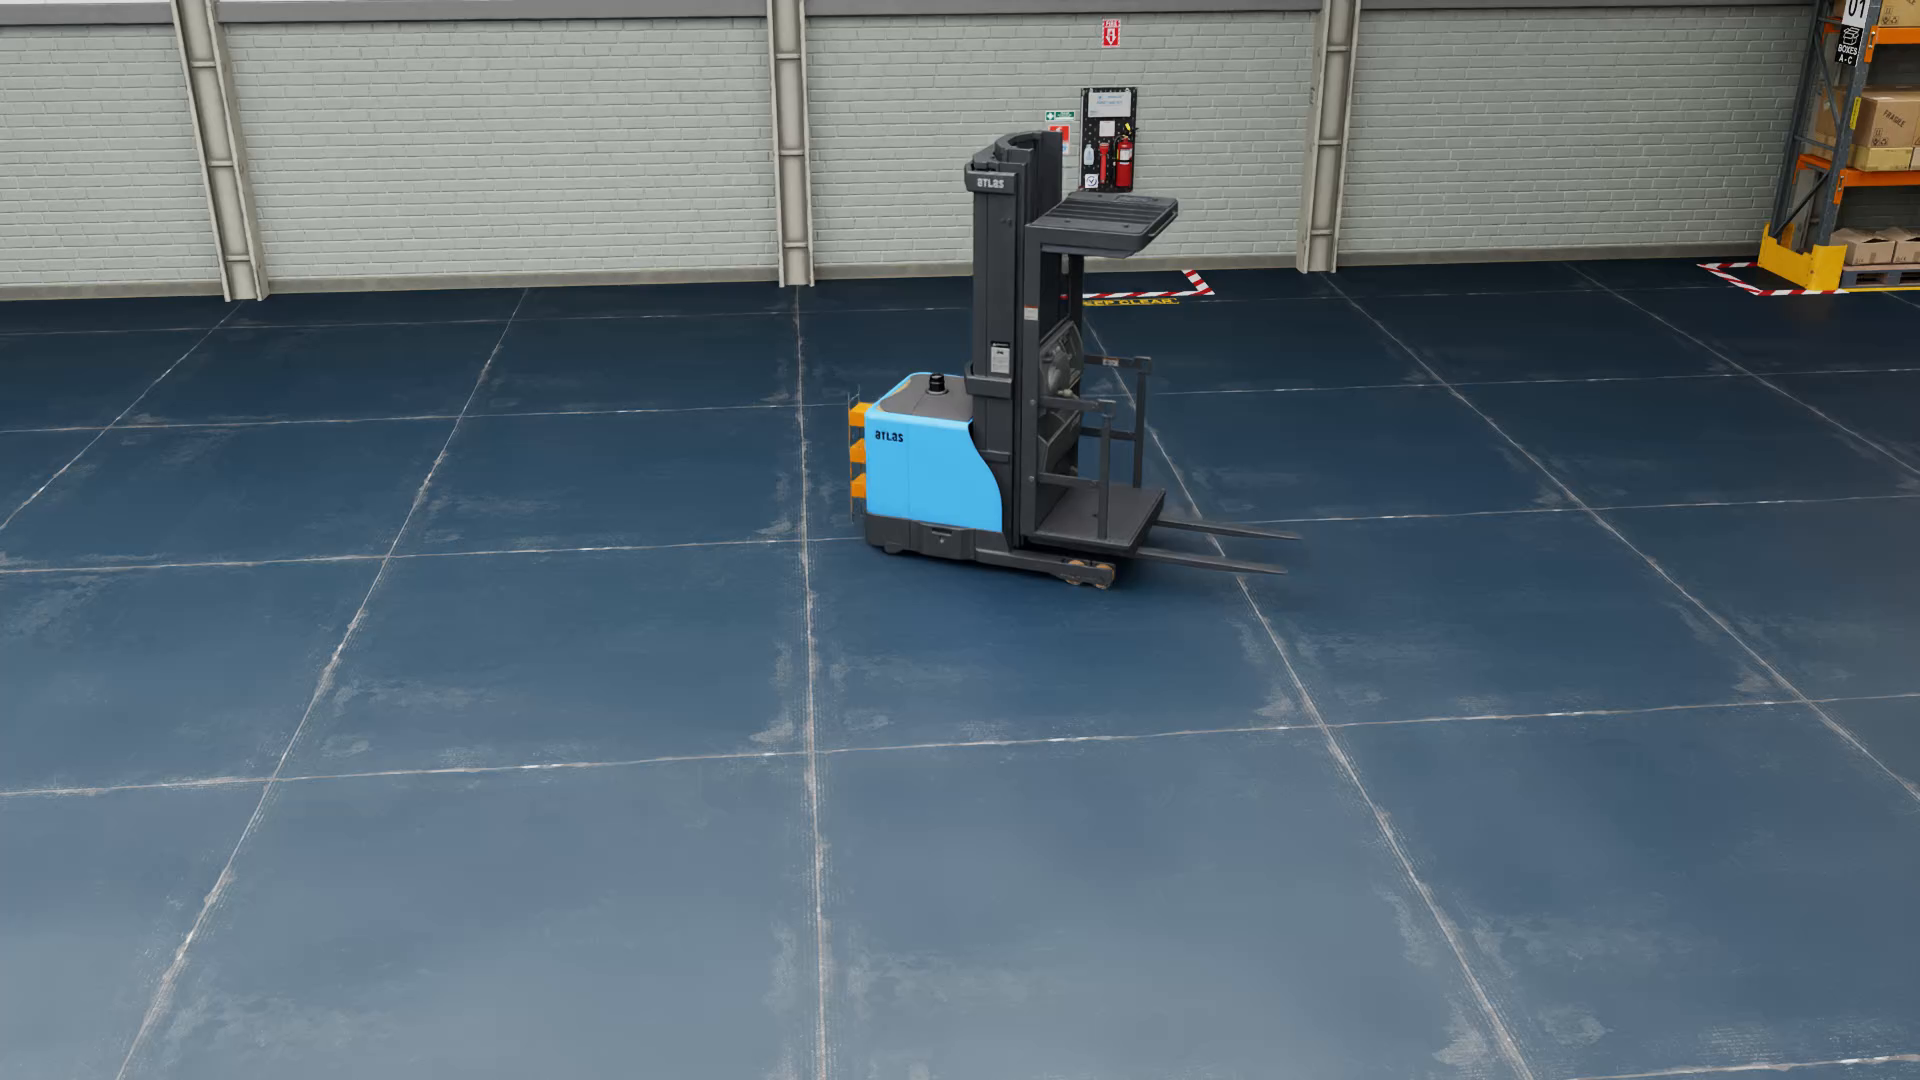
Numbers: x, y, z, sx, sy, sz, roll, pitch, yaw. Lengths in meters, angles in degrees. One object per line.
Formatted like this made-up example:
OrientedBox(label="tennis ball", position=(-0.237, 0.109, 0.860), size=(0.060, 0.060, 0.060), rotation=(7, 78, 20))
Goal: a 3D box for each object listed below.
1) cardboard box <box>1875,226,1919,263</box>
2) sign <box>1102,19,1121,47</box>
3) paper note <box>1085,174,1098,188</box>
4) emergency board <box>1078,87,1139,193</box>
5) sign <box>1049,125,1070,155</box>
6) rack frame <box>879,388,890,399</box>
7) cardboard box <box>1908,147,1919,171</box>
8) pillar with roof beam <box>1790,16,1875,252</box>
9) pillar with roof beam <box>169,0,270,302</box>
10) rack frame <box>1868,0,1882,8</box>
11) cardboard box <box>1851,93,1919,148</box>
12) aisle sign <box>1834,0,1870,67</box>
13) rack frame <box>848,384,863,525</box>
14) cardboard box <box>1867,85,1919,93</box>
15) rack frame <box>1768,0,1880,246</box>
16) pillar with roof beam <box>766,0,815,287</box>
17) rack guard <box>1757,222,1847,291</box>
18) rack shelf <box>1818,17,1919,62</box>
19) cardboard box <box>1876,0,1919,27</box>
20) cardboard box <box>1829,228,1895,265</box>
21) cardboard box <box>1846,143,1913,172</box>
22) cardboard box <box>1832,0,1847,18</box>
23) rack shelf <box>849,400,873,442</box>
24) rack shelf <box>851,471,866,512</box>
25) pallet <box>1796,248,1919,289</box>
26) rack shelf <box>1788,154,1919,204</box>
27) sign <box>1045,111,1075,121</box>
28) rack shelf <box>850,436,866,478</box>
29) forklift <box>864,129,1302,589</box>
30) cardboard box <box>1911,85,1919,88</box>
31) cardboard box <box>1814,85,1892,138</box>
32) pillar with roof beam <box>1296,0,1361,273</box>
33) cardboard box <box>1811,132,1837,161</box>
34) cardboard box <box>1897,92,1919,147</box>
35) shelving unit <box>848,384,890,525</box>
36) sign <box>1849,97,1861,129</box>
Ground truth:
OrientedBox(label="cardboard box", position=(10.754, -3.361, 18.888), size=(0.500, 0.311, 0.500), rotation=(0, 24, -1))
OrientedBox(label="sign", position=(1.649, -5.529, 18.143), size=(0.199, 0.298, 0.001), rotation=(-2, 24, -5))
OrientedBox(label="paper note", position=(1.484, -4.048, 18.749), size=(0.142, 0.148, 0.016), rotation=(-2, 24, -5))
OrientedBox(label="emergency board", position=(1.667, -4.430, 18.524), size=(0.643, 1.169, 0.194), rotation=(-2, 24, -5))
OrientedBox(label="sign", position=(1.106, -4.466, 18.560), size=(0.234, 0.329, 0.001), rotation=(-2, 24, -5))
OrientedBox(label="rack frame", position=(-0.549, -0.595, 12.297), size=(0.008, 1.050, 0.200), rotation=(8, 25, 18))
OrientedBox(label="cardboard box", position=(10.521, -4.233, 18.241), size=(0.500, 0.250, 0.500), rotation=(-3, 24, -7))
OrientedBox(label="pillar with roof beam", position=(10.524, -5.754, 14.116), size=(0.400, 9.000, 9.100), rotation=(-2, 24, -5))
OrientedBox(label="pillar with roof beam", position=(-7.389, -5.035, 12.500), size=(0.400, 9.000, 9.100), rotation=(-2, 24, -5))
OrientedBox(label="rack frame", position=(9.489, -7.117, 17.182), size=(0.127, 3.000, 1.000), rotation=(-2, 24, -5))
OrientedBox(label="cardboard box", position=(9.994, -4.556, 18.044), size=(0.500, 0.500, 0.500), rotation=(-2, 24, -5))
OrientedBox(label="aisle sign", position=(9.447, -5.439, 17.593), size=(0.004, 0.787, 0.394), rotation=(-2, 24, -5))
OrientedBox(label="rack frame", position=(-0.779, -0.628, 12.371), size=(0.008, 1.050, 0.200), rotation=(8, 25, 18))
OrientedBox(label="cardboard box", position=(10.439, -4.779, 18.546), size=(0.500, 0.500, 0.500), rotation=(-2, 24, -4))
OrientedBox(label="rack frame", position=(9.489, -4.375, 18.400), size=(0.127, 3.000, 1.000), rotation=(-2, 24, -5))
OrientedBox(label="pillar with roof beam", position=(-1.418, -5.275, 13.039), size=(0.400, 9.000, 9.100), rotation=(-2, 24, -5))
OrientedBox(label="rack guard", position=(9.565, -3.236, 18.915), size=(0.348, 0.500, 1.175), rotation=(-2, 24, -5))
OrientedBox(label="rack shelf", position=(11.479, -5.497, 18.117), size=(4.000, 0.370, 1.077), rotation=(-2, 24, -5))
OrientedBox(label="cardboard box", position=(9.846, -5.713, 17.569), size=(0.500, 0.500, 0.500), rotation=(-2, 24, -4))
OrientedBox(label="cardboard box", position=(10.186, -3.339, 18.837), size=(0.500, 0.311, 0.500), rotation=(-5, 24, -11))
OrientedBox(label="cardboard box", position=(10.006, -4.207, 18.182), size=(0.500, 0.250, 0.500), rotation=(-3, 24, -7))
OrientedBox(label="cardboard box", position=(9.879, -5.920, 18.034), size=(0.500, 0.500, 0.500), rotation=(-1, 24, -1))
OrientedBox(label="rack shelf", position=(-0.664, -0.862, 12.223), size=(0.240, 0.259, 0.215), rotation=(8, 25, 18))
OrientedBox(label="rack shelf", position=(-0.664, -0.348, 12.451), size=(0.240, 0.259, 0.215), rotation=(8, 25, 18))
OrientedBox(label="pallet", position=(10.376, -3.122, 19.014), size=(1.213, 0.211, 1.003), rotation=(-2, 24, -5))
OrientedBox(label="rack shelf", position=(11.479, -4.126, 18.726), size=(4.000, 0.370, 1.077), rotation=(-2, 24, -5))
OrientedBox(label="sign", position=(1.112, -4.705, 18.445), size=(0.331, 0.109, 0.001), rotation=(-2, 24, -5))
OrientedBox(label="rack shelf", position=(-0.664, -0.602, 12.338), size=(0.240, 0.259, 0.215), rotation=(8, 25, 18))
OrientedBox(label="forklift", position=(0.887, -1.246, 11.444), size=(3.031, 2.935, 1.130), rotation=(8, 25, 18))
OrientedBox(label="cardboard box", position=(10.953, -4.802, 18.597), size=(0.500, 0.500, 0.500), rotation=(-3, 24, -7))
OrientedBox(label="cardboard box", position=(9.937, -4.763, 18.510), size=(0.500, 0.500, 0.500), rotation=(-3, 24, -6))
OrientedBox(label="pillar with roof beam", position=(4.553, -5.515, 13.577), size=(0.400, 9.000, 9.100), rotation=(-2, 24, -5))
OrientedBox(label="cardboard box", position=(9.935, -4.413, 18.645), size=(0.500, 0.250, 0.500), rotation=(-2, 24, -4))
OrientedBox(label="cardboard box", position=(10.486, -4.572, 18.079), size=(0.500, 0.500, 0.500), rotation=(-2, 24, -5))
OrientedBox(label="shelving unit", position=(-0.664, -0.612, 12.334), size=(0.252, 1.050, 0.215), rotation=(8, 25, 18))
OrientedBox(label="sign", position=(9.542, -4.551, 17.731), size=(0.005, 0.325, 0.100), rotation=(-2, 24, -5))
